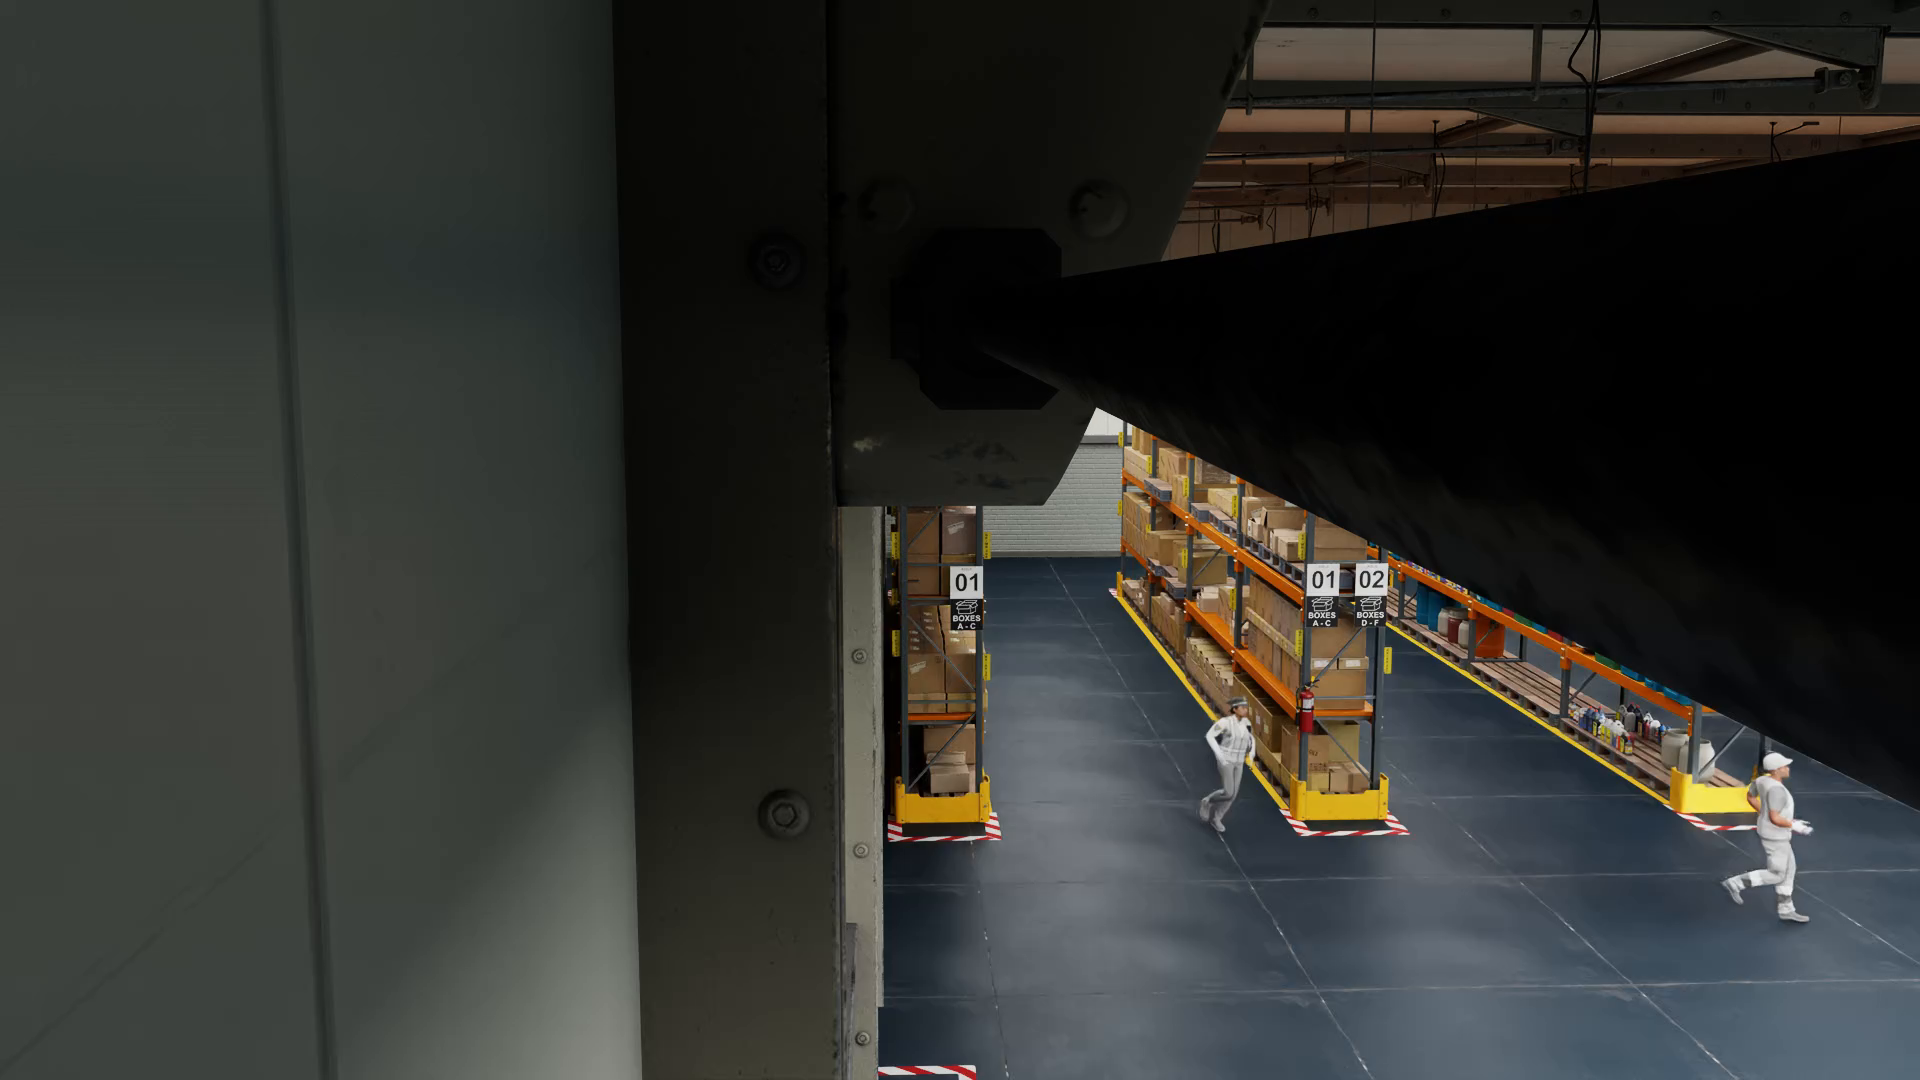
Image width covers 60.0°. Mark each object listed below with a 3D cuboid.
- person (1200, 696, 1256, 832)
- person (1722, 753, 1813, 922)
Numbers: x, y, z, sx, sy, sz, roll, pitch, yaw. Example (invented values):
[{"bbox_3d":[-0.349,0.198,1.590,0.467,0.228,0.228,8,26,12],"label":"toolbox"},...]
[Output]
[{"bbox_3d":[3.319,2.698,20.272,0.673,1.650,0.524,-5,9,-30],"label":"person"},{"bbox_3d":[8.366,3.060,17.184,0.869,1.772,0.657,2,8,15],"label":"person"}]
